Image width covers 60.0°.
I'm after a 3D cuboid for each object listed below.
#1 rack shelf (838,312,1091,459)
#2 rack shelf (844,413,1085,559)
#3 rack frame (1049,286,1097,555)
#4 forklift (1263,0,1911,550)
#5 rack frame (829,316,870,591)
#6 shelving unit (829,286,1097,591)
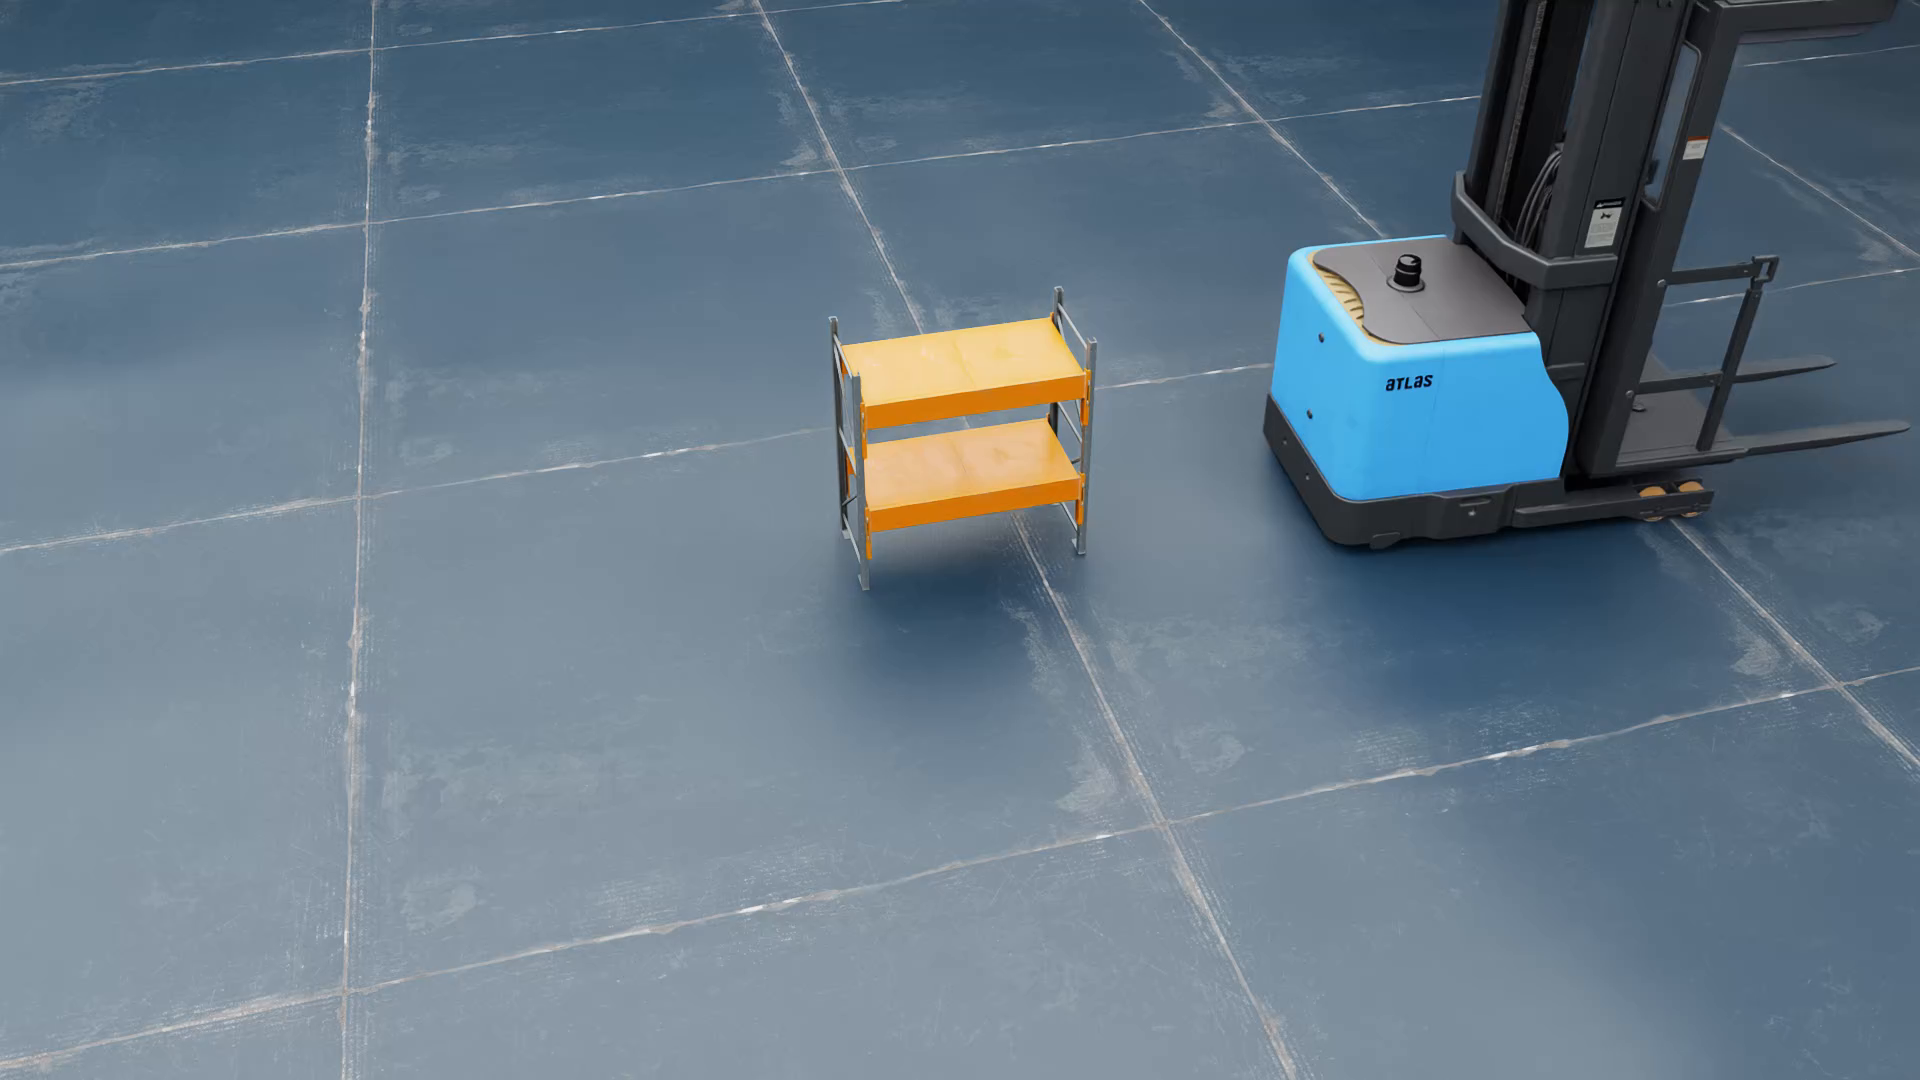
[{"bbox_3d":[0.007,-0.680,7.232,1.000,0.278,0.538,-9,38,-12],"label":"rack shelf"},{"bbox_3d":[0.007,-0.254,7.558,1.000,0.278,0.538,-9,38,-12],"label":"rack shelf"},{"bbox_3d":[0.497,-0.528,7.515,0.032,1.125,0.500,-9,38,-12],"label":"rack frame"},{"bbox_3d":[3.088,-1.560,7.377,3.031,2.935,1.130,-7,38,-9],"label":"forklift"},{"bbox_3d":[-0.484,-0.367,7.304,0.032,1.125,0.500,-9,38,-12],"label":"rack frame"},{"bbox_3d":[0.007,-0.448,7.410,1.048,1.125,0.538,-9,38,-12],"label":"shelving unit"}]
